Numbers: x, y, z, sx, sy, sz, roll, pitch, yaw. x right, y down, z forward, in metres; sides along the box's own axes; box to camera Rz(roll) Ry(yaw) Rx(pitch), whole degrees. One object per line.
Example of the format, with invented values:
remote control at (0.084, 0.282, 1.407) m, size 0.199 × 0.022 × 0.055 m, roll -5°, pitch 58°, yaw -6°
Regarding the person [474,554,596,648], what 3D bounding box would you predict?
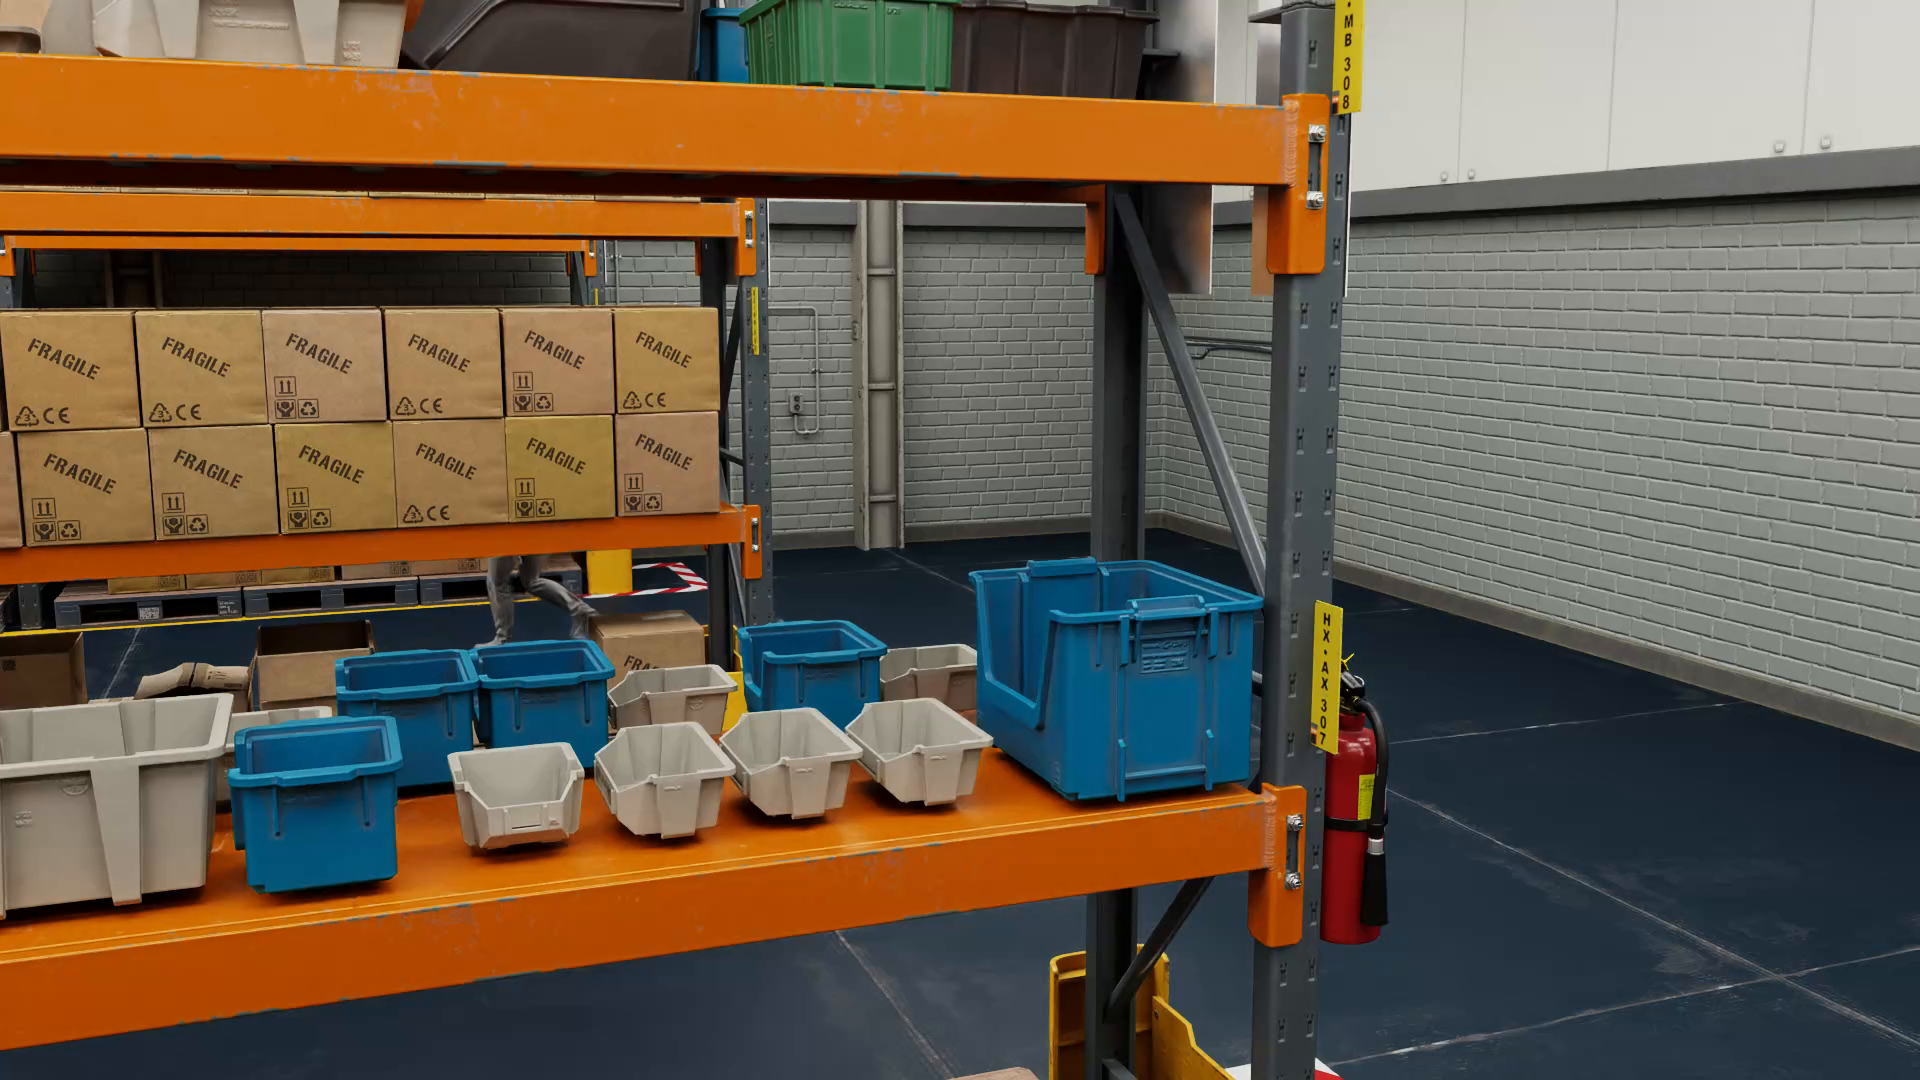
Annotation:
person at (-2.778, -0.076, 10.686) m, size 0.790 × 1.658 × 0.497 m, roll 2°, pitch 9°, yaw 15°
